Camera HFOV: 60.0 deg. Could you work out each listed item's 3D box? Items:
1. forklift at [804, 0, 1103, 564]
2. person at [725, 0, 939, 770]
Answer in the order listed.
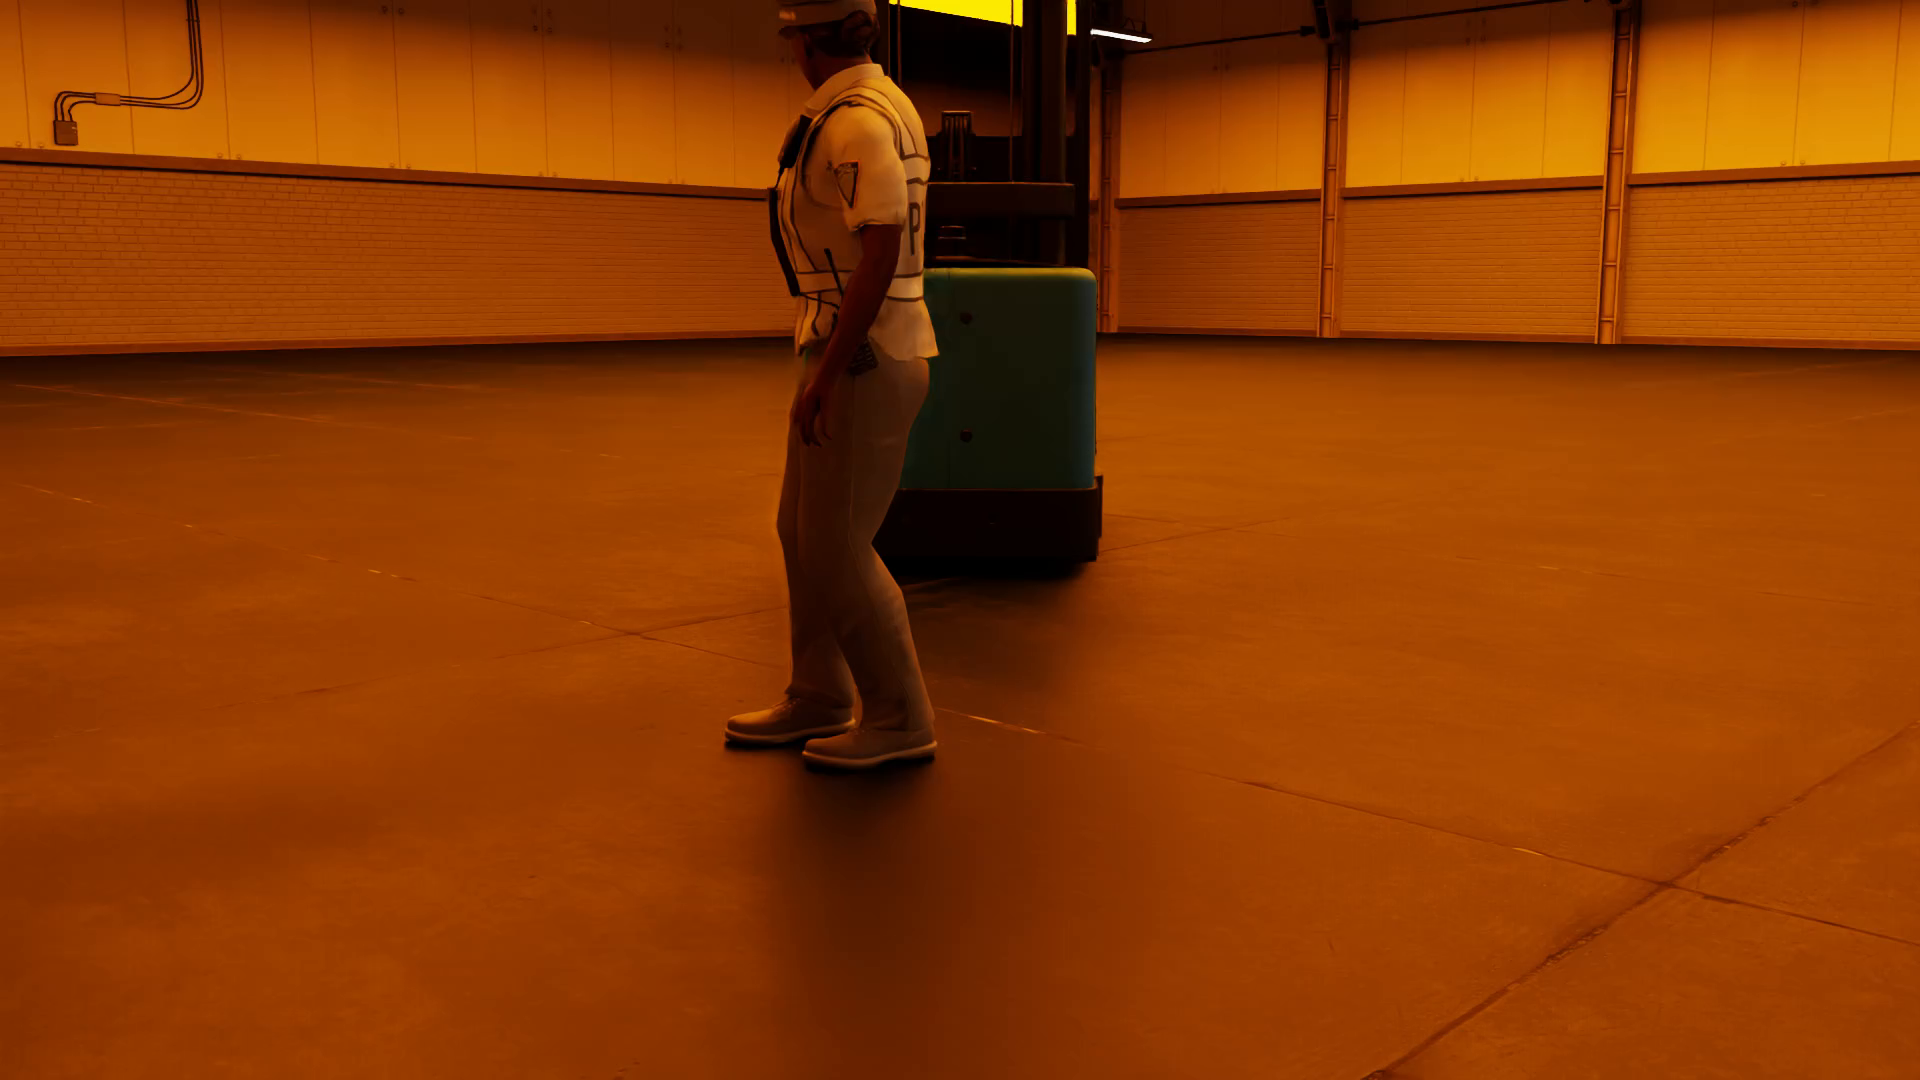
[{"bbox_3d":[-0.005,-1.542,7.114,1.130,2.935,3.031,0,9,1],"label":"forklift"},{"bbox_3d":[-0.280,-0.350,3.499,0.470,1.656,0.657,-1,9,-5],"label":"person"}]
